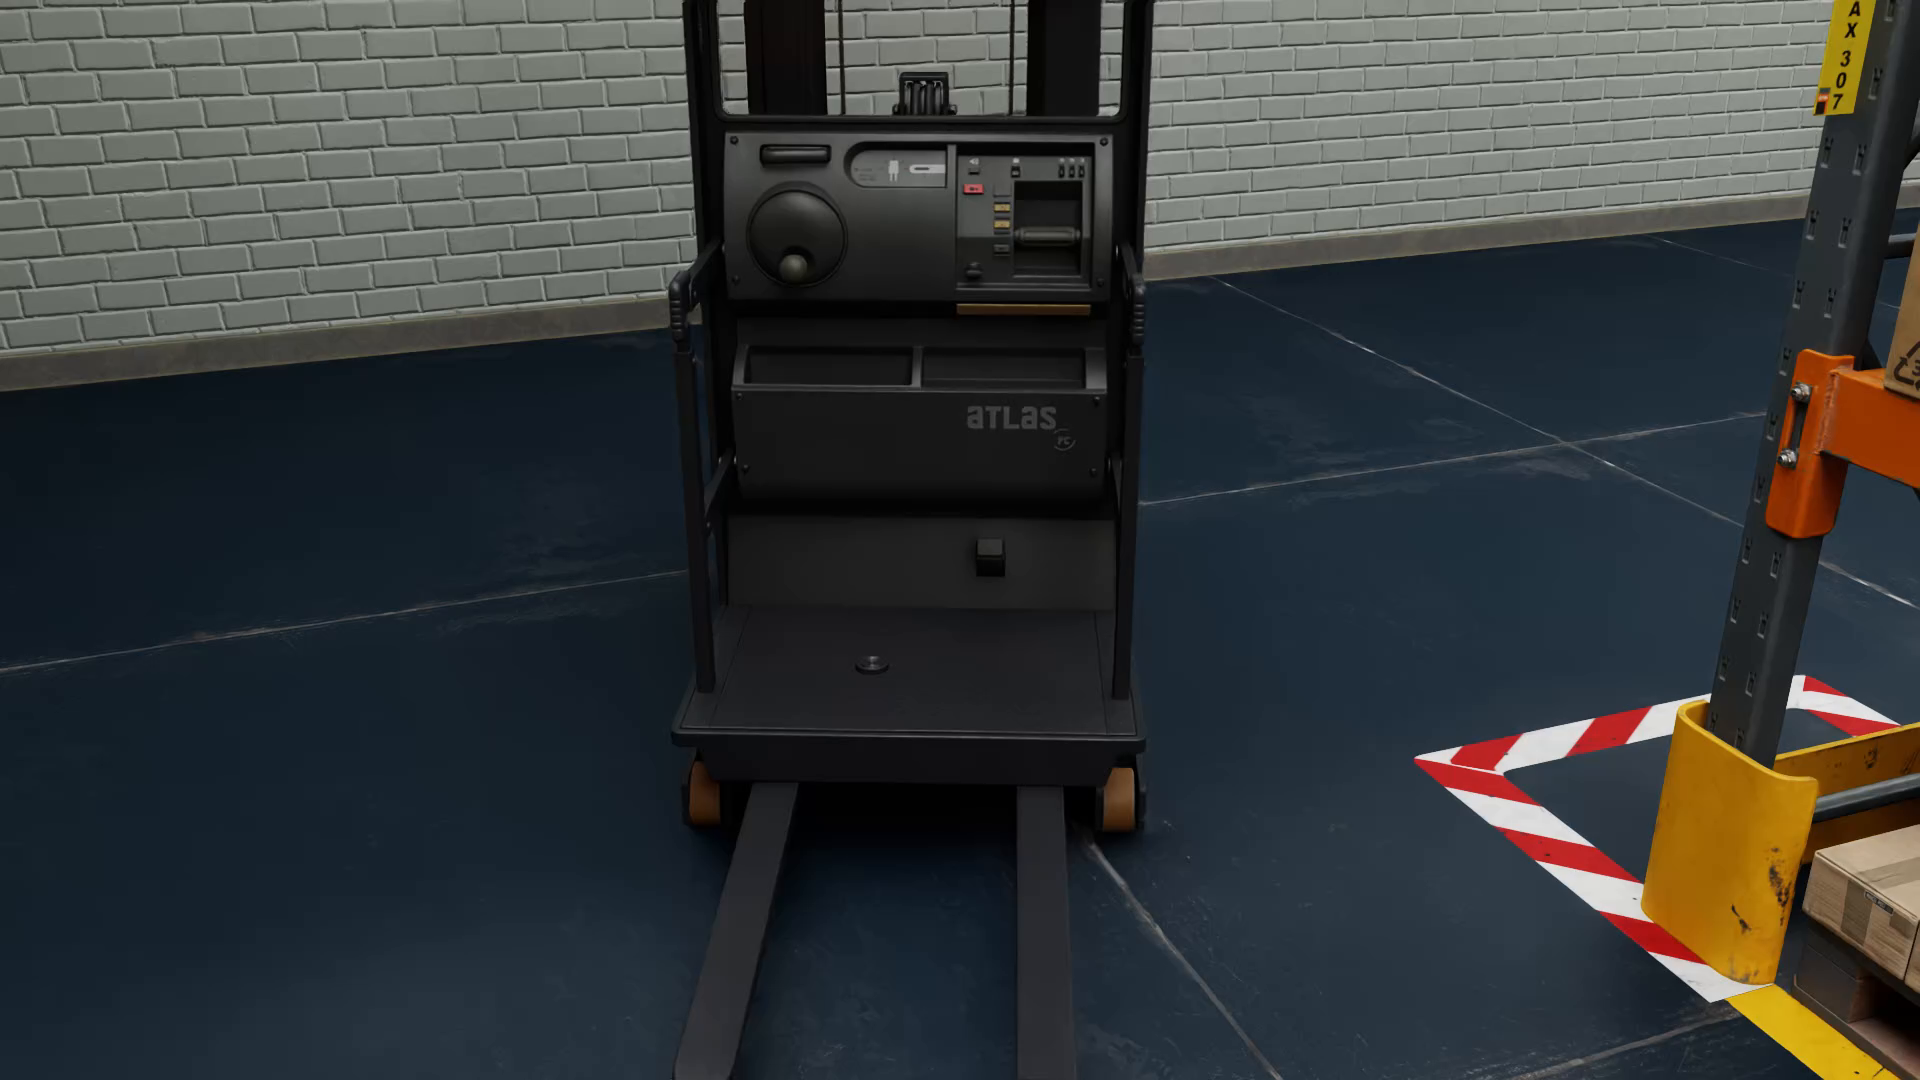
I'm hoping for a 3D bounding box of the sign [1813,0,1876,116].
[{"bbox_3d":[1.597,-0.928,2.975,0.100,0.325,0.005,-8,24,-19],"label":"sign"}]

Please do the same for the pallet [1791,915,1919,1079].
[{"bbox_3d":[2.414,0.999,3.109,1.003,0.211,1.213,-8,24,-19],"label":"pallet"}]

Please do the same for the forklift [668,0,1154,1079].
[{"bbox_3d":[-0.105,-0.760,3.780,1.130,2.935,3.031,1,23,2],"label":"forklift"}]

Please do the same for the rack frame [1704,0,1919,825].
[{"bbox_3d":[2.105,-0.603,3.319,1.000,3.000,0.127,-8,24,-19],"label":"rack frame"}]

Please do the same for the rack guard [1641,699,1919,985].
[{"bbox_3d":[2.132,0.576,3.739,1.175,0.500,0.348,-8,24,-19],"label":"rack guard"}]

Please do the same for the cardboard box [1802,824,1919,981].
[{"bbox_3d":[1.931,0.707,3.315,0.380,0.149,0.250,-8,24,-19],"label":"cardboard box"}]

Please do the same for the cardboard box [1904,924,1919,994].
[{"bbox_3d":[2.020,0.790,3.096,0.380,0.166,0.250,-8,24,-19],"label":"cardboard box"}]

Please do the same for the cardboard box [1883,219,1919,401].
[{"bbox_3d":[2.015,-0.452,2.832,0.500,0.500,0.500,-8,24,-18],"label":"cardboard box"}]

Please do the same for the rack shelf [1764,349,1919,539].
[{"bbox_3d":[2.811,0.455,1.735,1.077,0.370,4.000,-8,24,-19],"label":"rack shelf"}]
